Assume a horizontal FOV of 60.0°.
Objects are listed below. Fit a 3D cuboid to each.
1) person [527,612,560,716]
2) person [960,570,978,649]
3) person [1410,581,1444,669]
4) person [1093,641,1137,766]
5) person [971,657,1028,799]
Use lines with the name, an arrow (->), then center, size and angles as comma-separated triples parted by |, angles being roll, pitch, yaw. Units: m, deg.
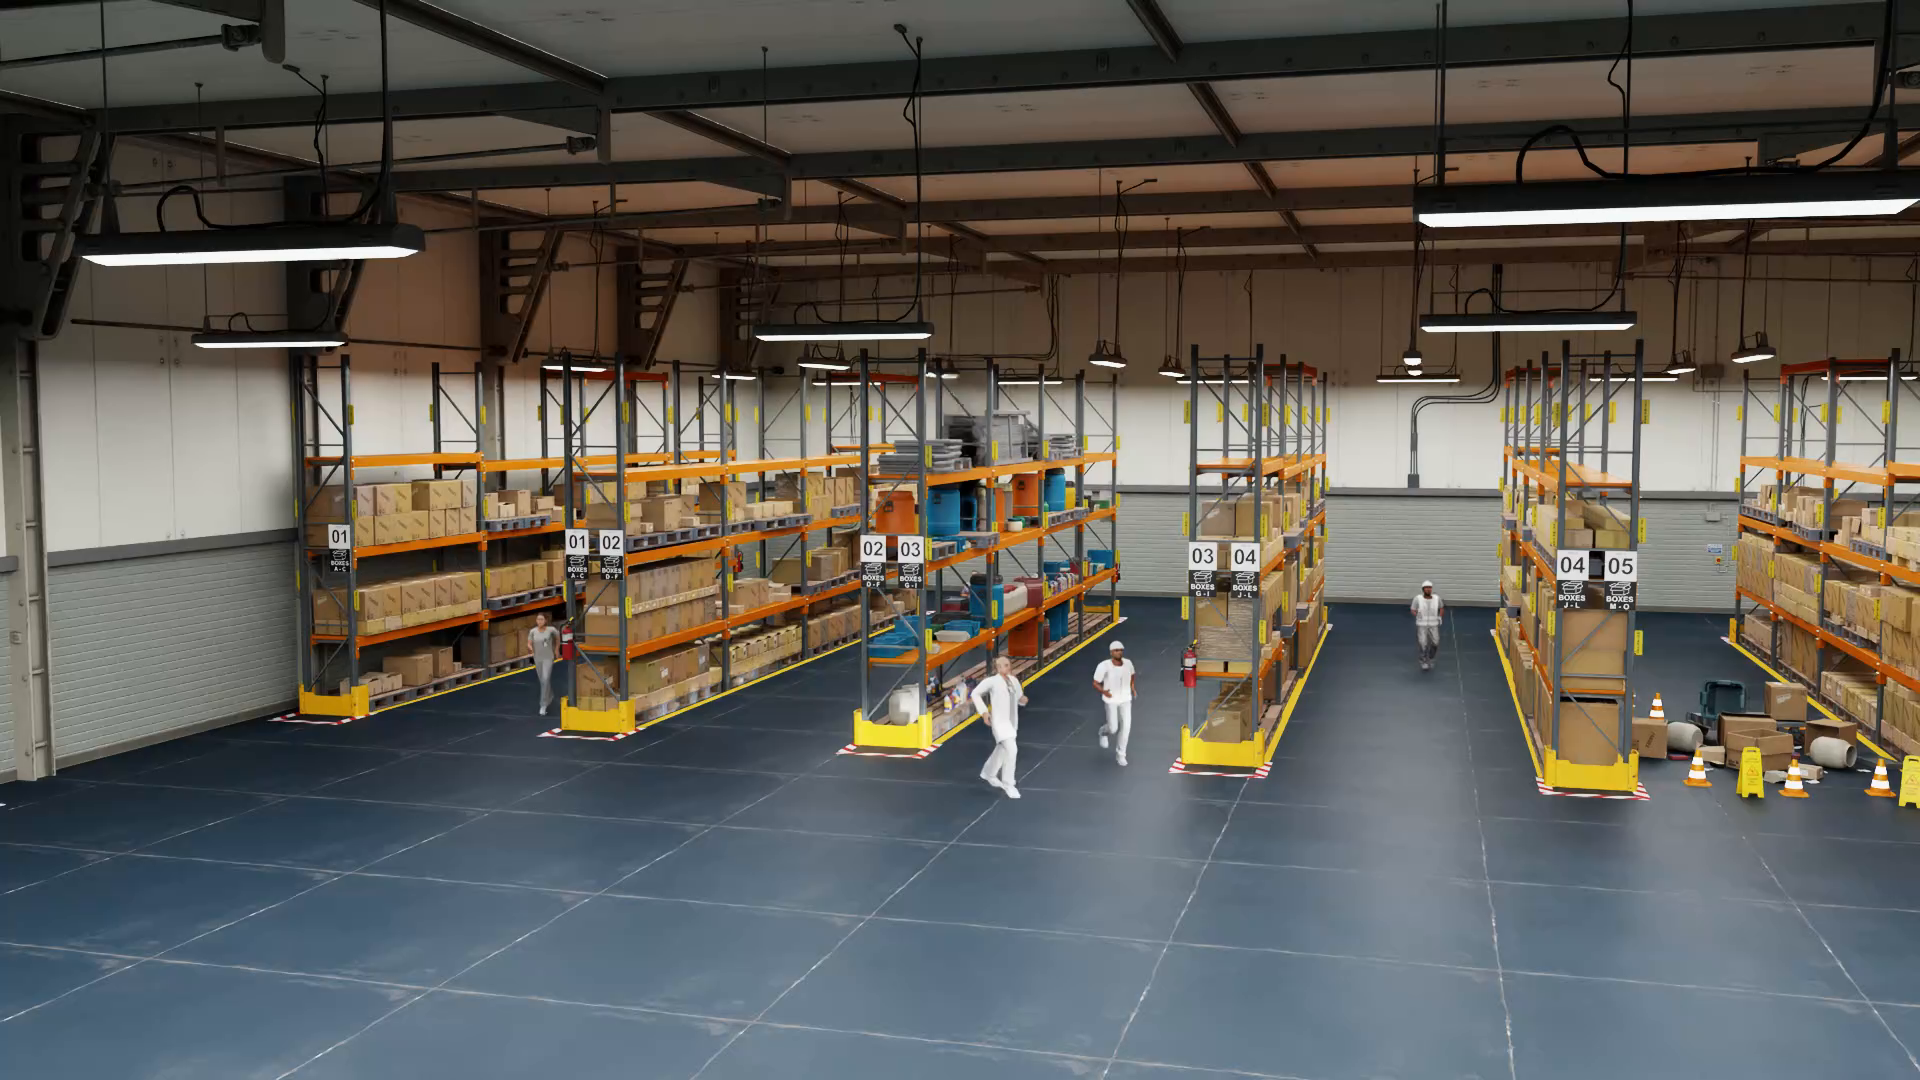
person -> -7.034, 2.061, 28.121 | 0.518, 1.678, 0.887 | 1, 4, 8
person -> 0.309, 1.475, 35.782 | 0.608, 1.640, 0.886 | 1, 4, 13
person -> 9.158, 1.678, 32.523 | 0.666, 1.739, 0.608 | 1, 4, 8
person -> 2.263, 2.339, 24.131 | 0.709, 1.768, 0.839 | -1, 4, -17
person -> 0.561, 2.466, 22.008 | 0.855, 1.849, 0.672 | 4, 6, 40
